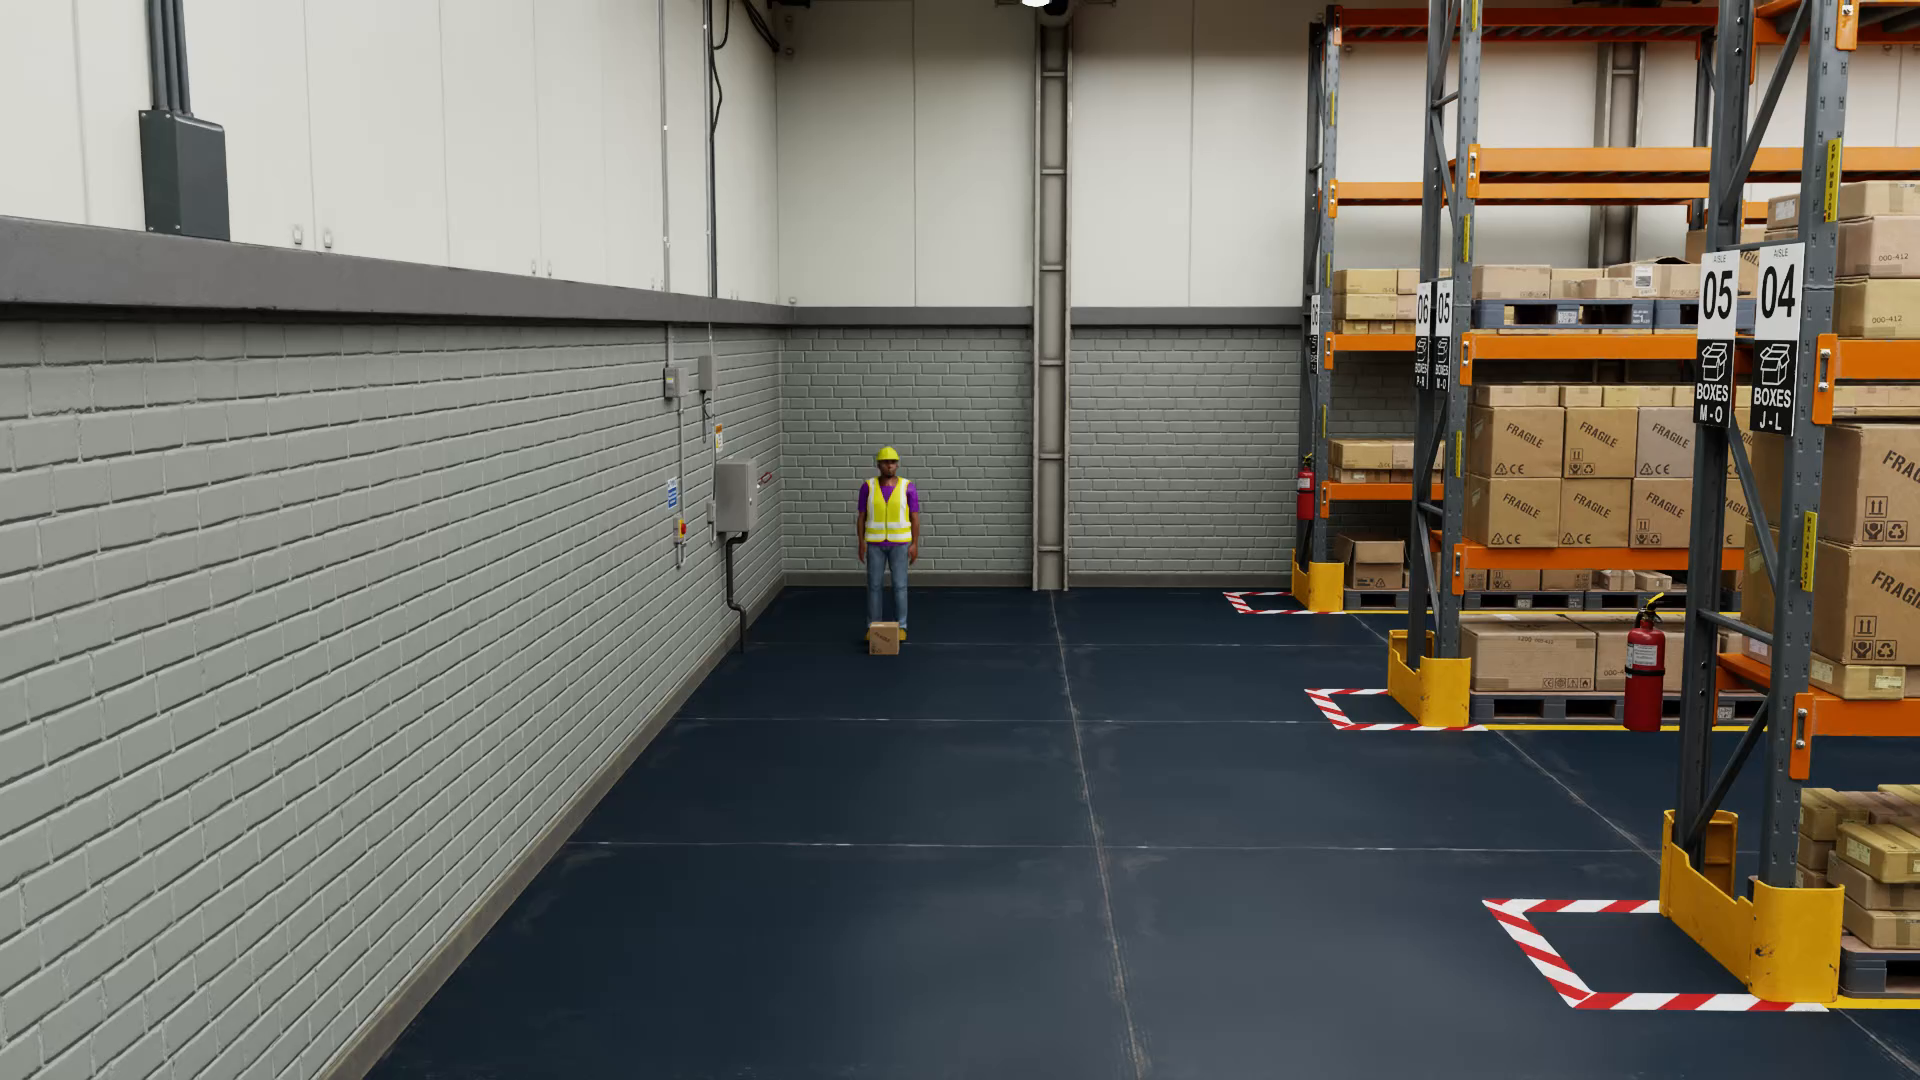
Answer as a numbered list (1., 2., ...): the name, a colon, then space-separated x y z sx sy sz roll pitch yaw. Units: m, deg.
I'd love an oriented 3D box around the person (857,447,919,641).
1. person: -0.657 0.036 15.180 0.564 1.767 0.391 0 7 1
